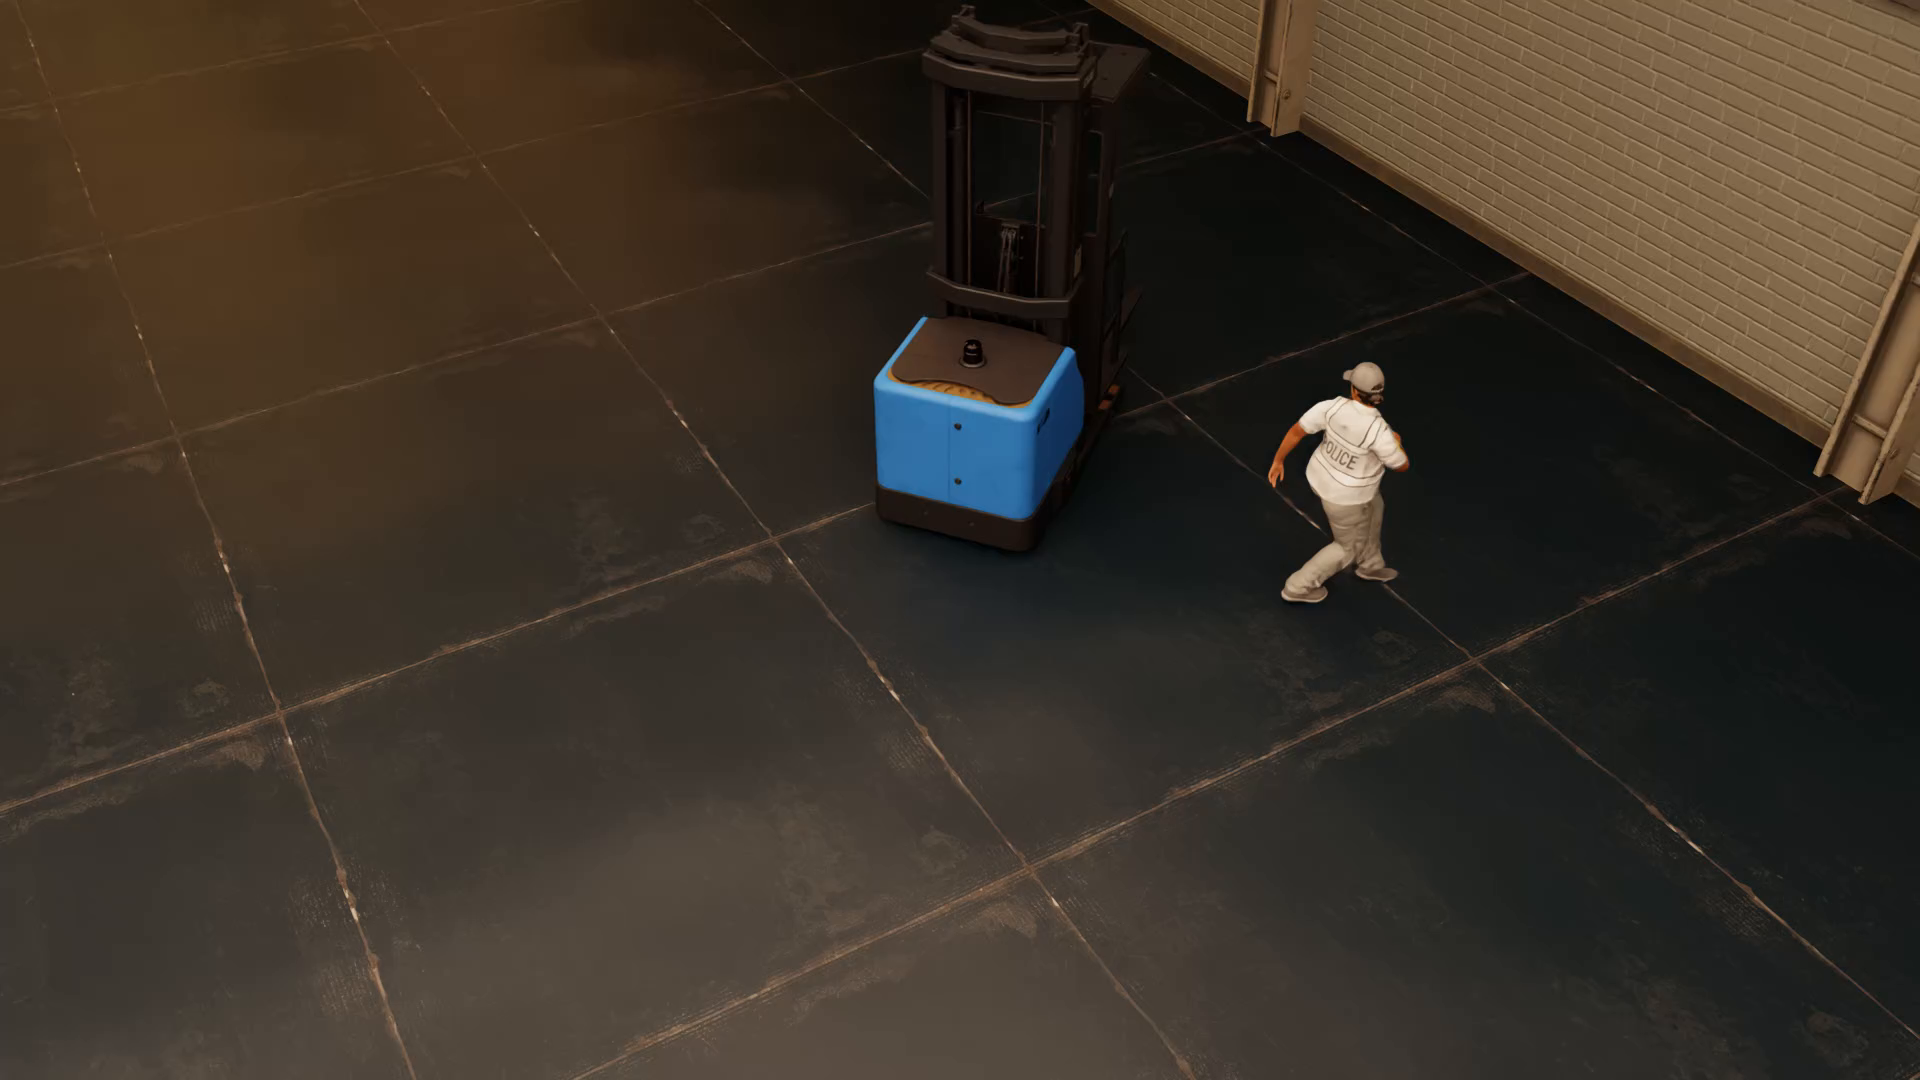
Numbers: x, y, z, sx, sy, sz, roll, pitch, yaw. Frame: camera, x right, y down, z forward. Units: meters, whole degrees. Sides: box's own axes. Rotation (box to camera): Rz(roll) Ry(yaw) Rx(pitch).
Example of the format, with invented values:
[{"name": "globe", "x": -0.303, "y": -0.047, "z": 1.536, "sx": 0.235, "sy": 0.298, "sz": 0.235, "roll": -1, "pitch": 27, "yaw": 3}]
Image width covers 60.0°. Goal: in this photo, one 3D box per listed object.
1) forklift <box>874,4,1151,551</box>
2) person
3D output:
[{"name": "forklift", "x": 0.484, "y": -2.004, "z": 10.453, "sx": 1.130, "sy": 2.935, "sz": 3.031, "roll": 14, "pitch": 42, "yaw": 16}, {"name": "person", "x": 2.240, "y": -0.309, "z": 9.490, "sx": 0.891, "sy": 1.621, "sz": 0.514, "roll": -12, "pitch": 41, "yaw": -14}]
